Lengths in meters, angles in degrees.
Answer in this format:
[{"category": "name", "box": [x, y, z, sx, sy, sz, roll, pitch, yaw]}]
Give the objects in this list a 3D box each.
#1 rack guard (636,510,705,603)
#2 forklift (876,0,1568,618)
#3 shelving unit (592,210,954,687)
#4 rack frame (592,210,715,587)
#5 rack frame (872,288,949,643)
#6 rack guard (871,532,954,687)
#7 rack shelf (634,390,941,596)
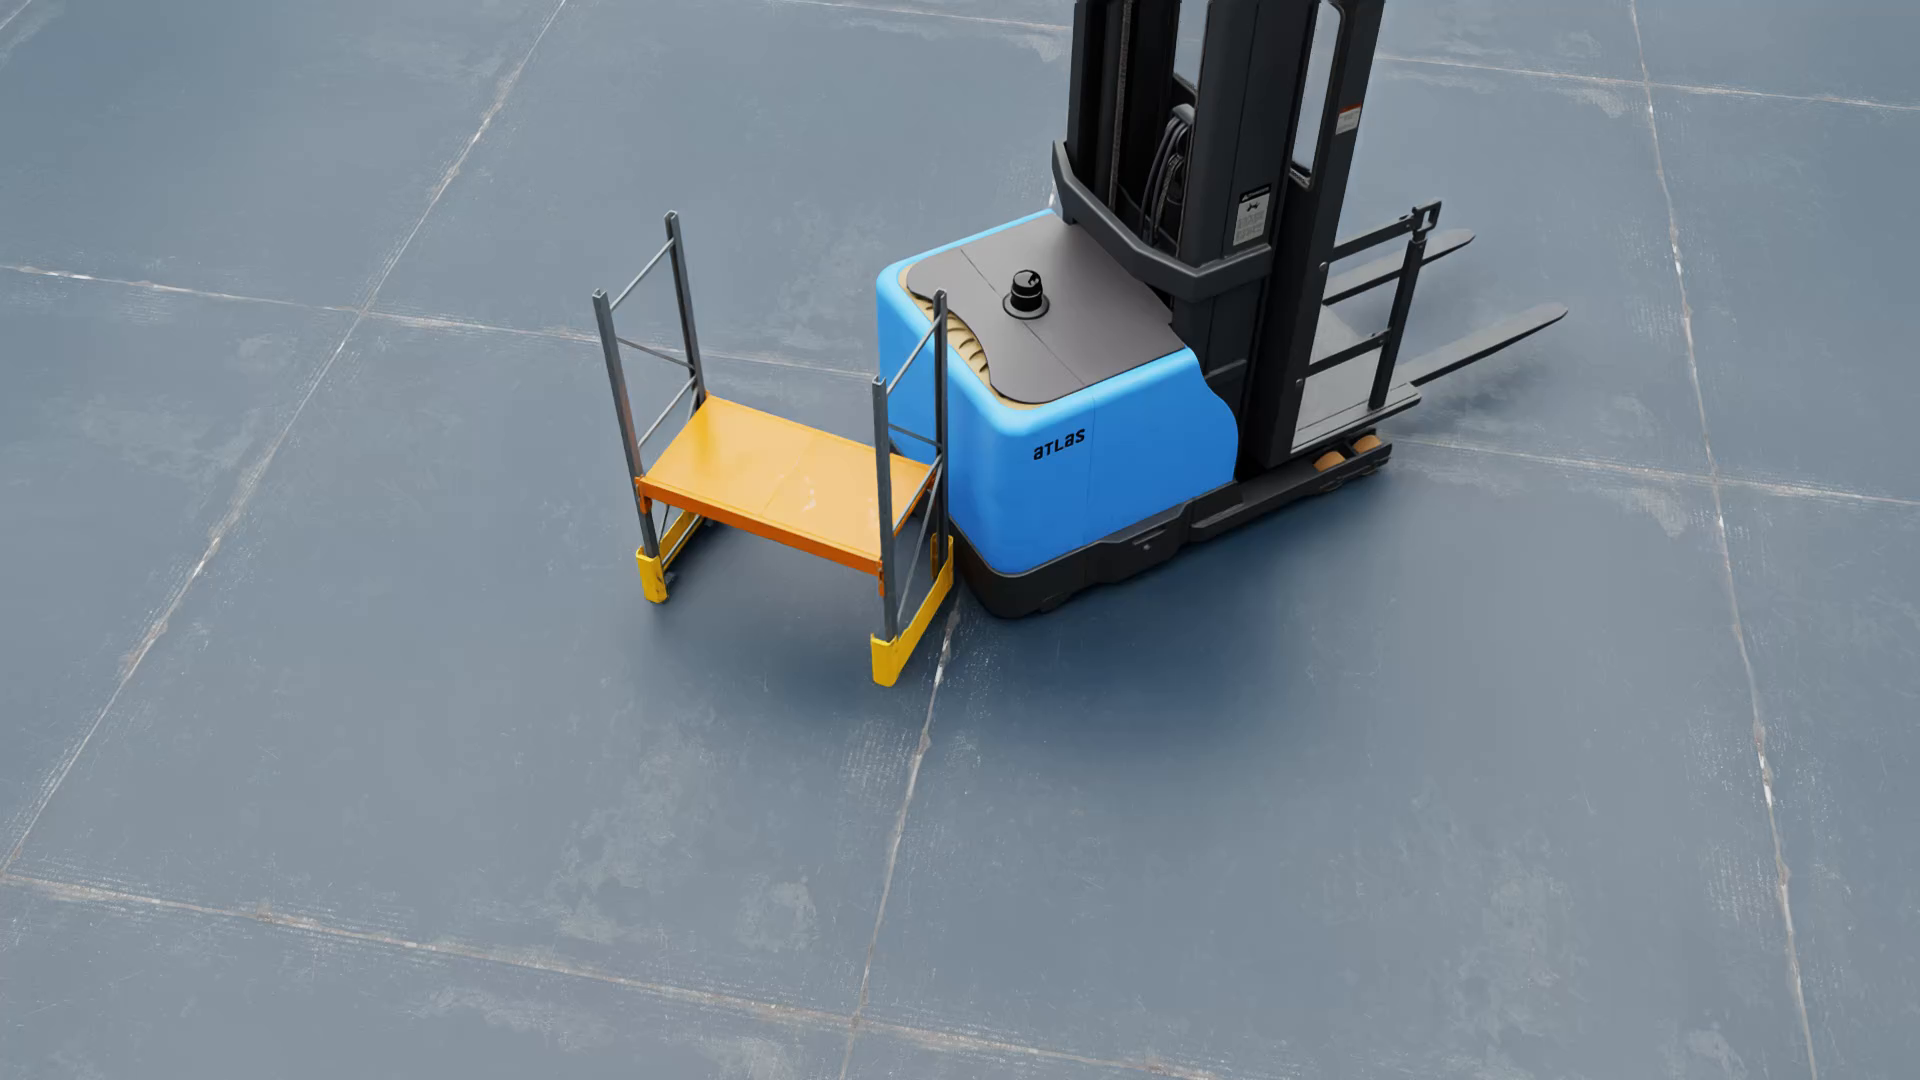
[{"category": "rack guard", "box": [-1.085, -0.043, 6.593, 0.087, 0.250, 0.587, 18, 51, 16]}, {"category": "forklift", "box": [1.207, -1.503, 6.102, 3.031, 2.935, 1.130, -23, 52, -19]}, {"category": "shelving unit", "box": [-0.630, -0.309, 5.992, 1.083, 1.500, 0.587, 18, 51, 16]}, {"category": "rack frame", "box": [-1.086, -0.461, 6.128, 0.032, 1.500, 0.500, 18, 51, 16]}, {"category": "rack frame", "box": [-0.158, -0.152, 5.850, 0.032, 1.500, 0.500, 18, 51, 16]}, {"category": "rack guard", "box": [-0.176, 0.260, 6.320, 0.087, 0.250, 0.587, 18, 51, 16]}, {"category": "rack shelf", "box": [-0.622, -0.186, 6.123, 1.000, 0.185, 0.538, 18, 51, 16]}]
